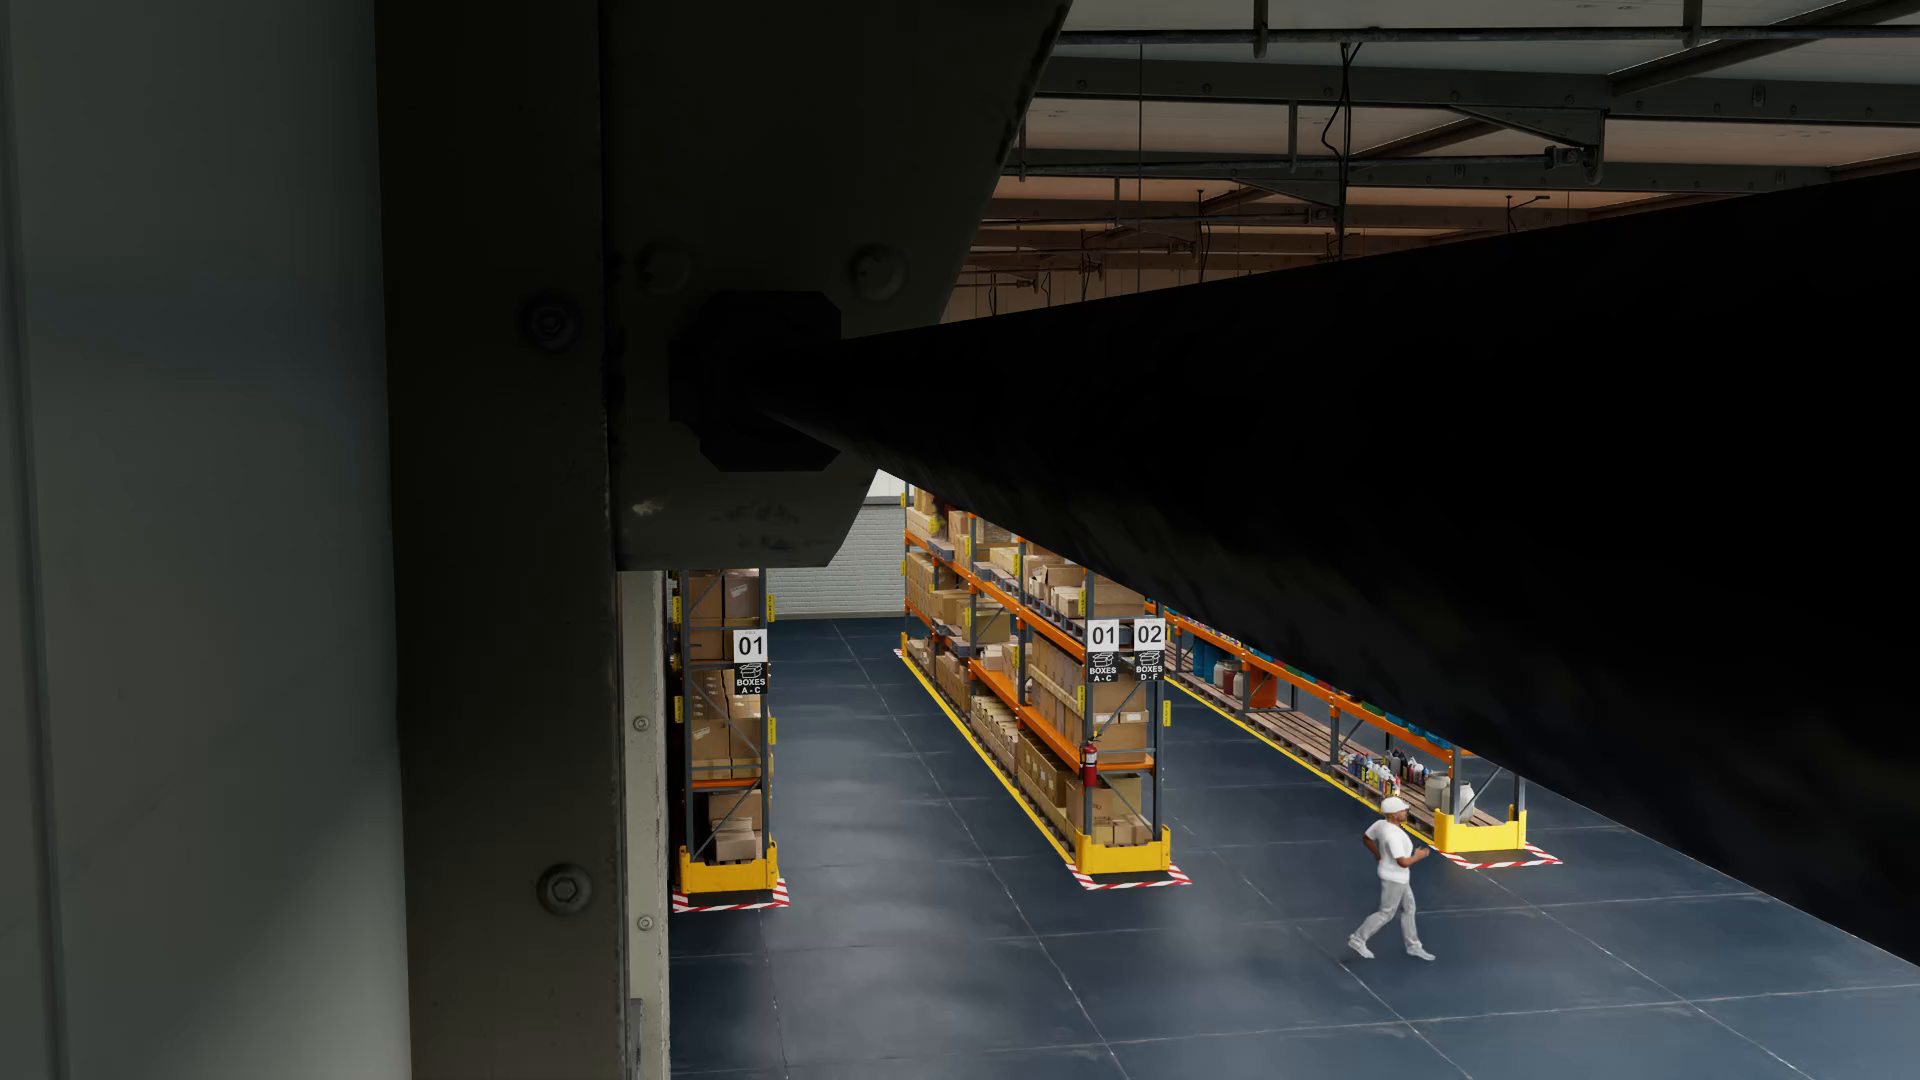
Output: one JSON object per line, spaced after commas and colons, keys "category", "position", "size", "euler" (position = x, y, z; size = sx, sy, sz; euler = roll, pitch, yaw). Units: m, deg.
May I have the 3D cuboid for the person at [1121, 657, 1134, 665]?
{"category": "person", "position": [3.073, 2.280, 30.545], "size": [0.708, 1.773, 1.035], "euler": [-1, 6, -12]}

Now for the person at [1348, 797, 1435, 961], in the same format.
{"category": "person", "position": [4.601, 3.598, 17.646], "size": [0.939, 1.779, 0.690], "euler": [1, 6, 7]}
